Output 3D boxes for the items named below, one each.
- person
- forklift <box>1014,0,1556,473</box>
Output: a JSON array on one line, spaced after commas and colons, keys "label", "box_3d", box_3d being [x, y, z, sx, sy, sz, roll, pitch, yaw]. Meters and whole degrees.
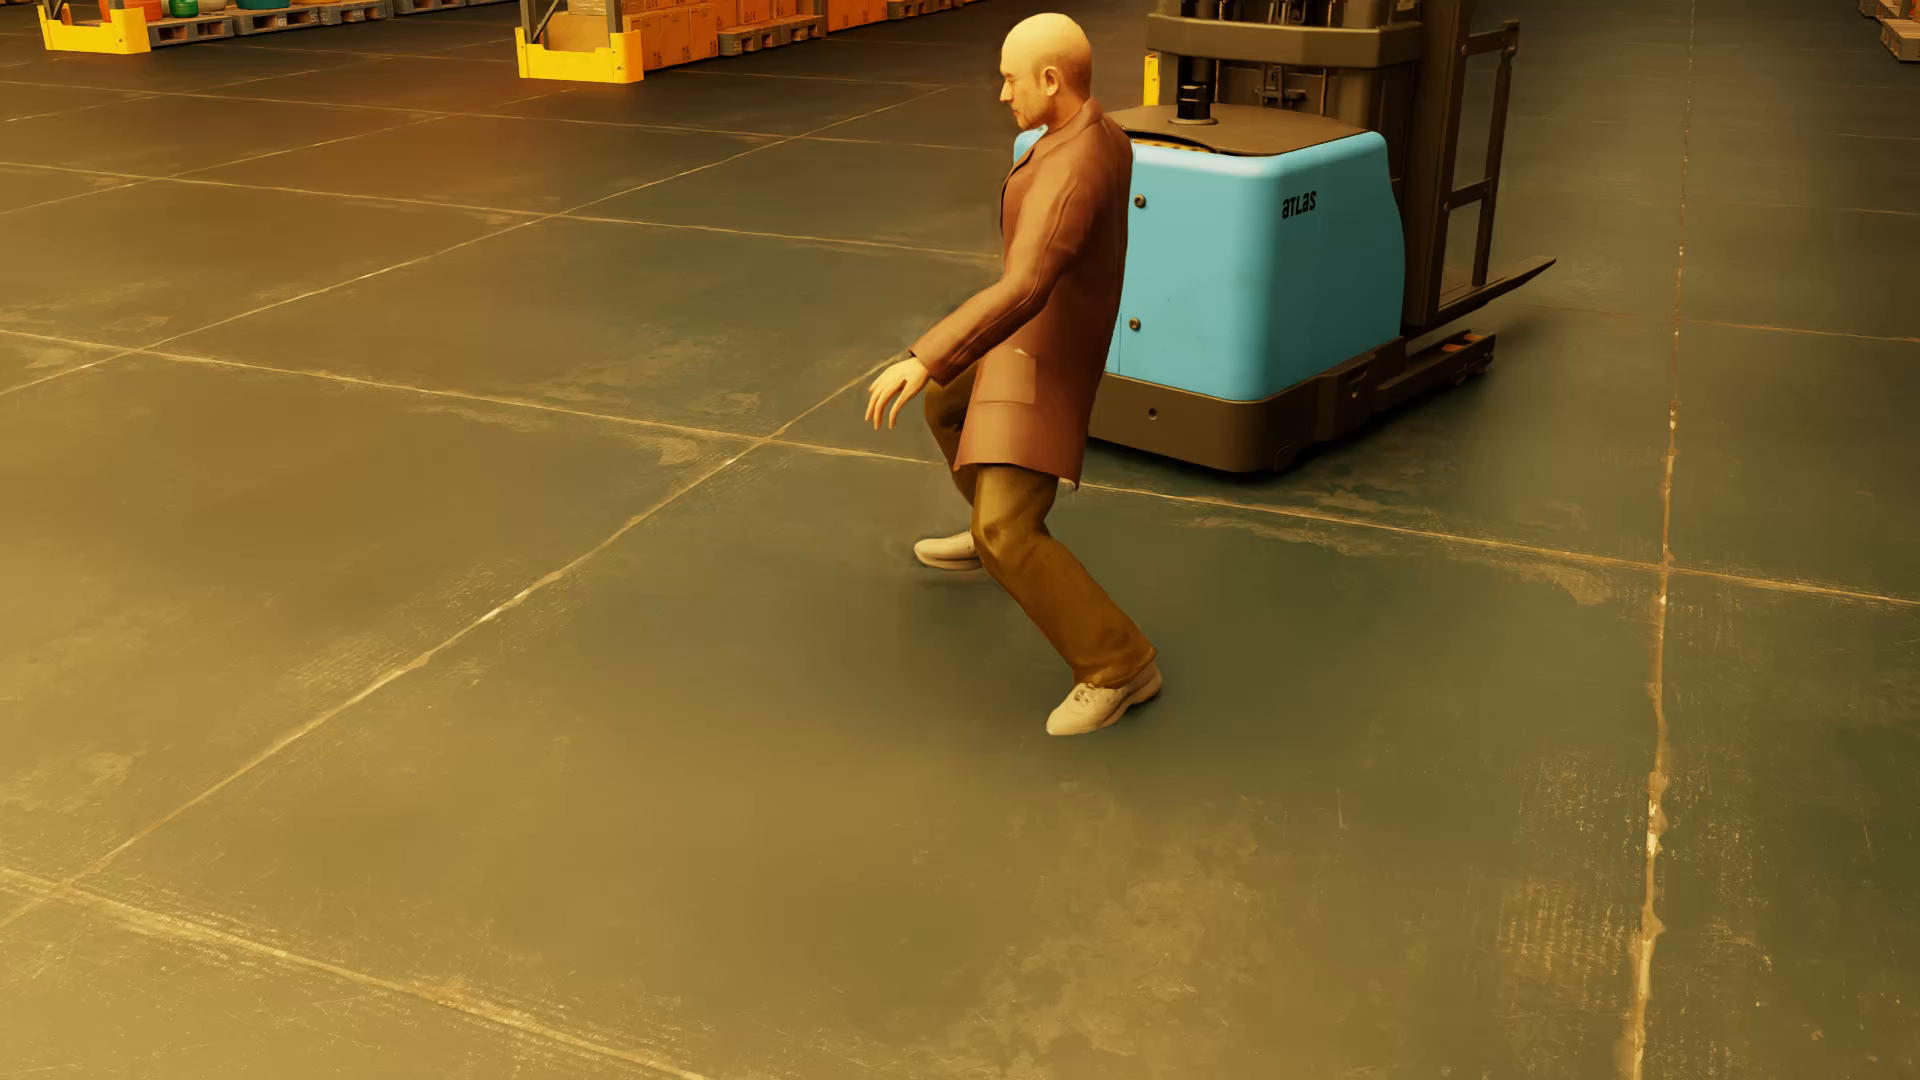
[{"label": "person", "box_3d": [0.167, -0.441, 4.101, 0.781, 1.645, 1.001, 5, 23, 12]}, {"label": "forklift", "box_3d": [1.497, -2.067, 6.238, 1.130, 2.935, 3.031, 18, 29, 36]}]
